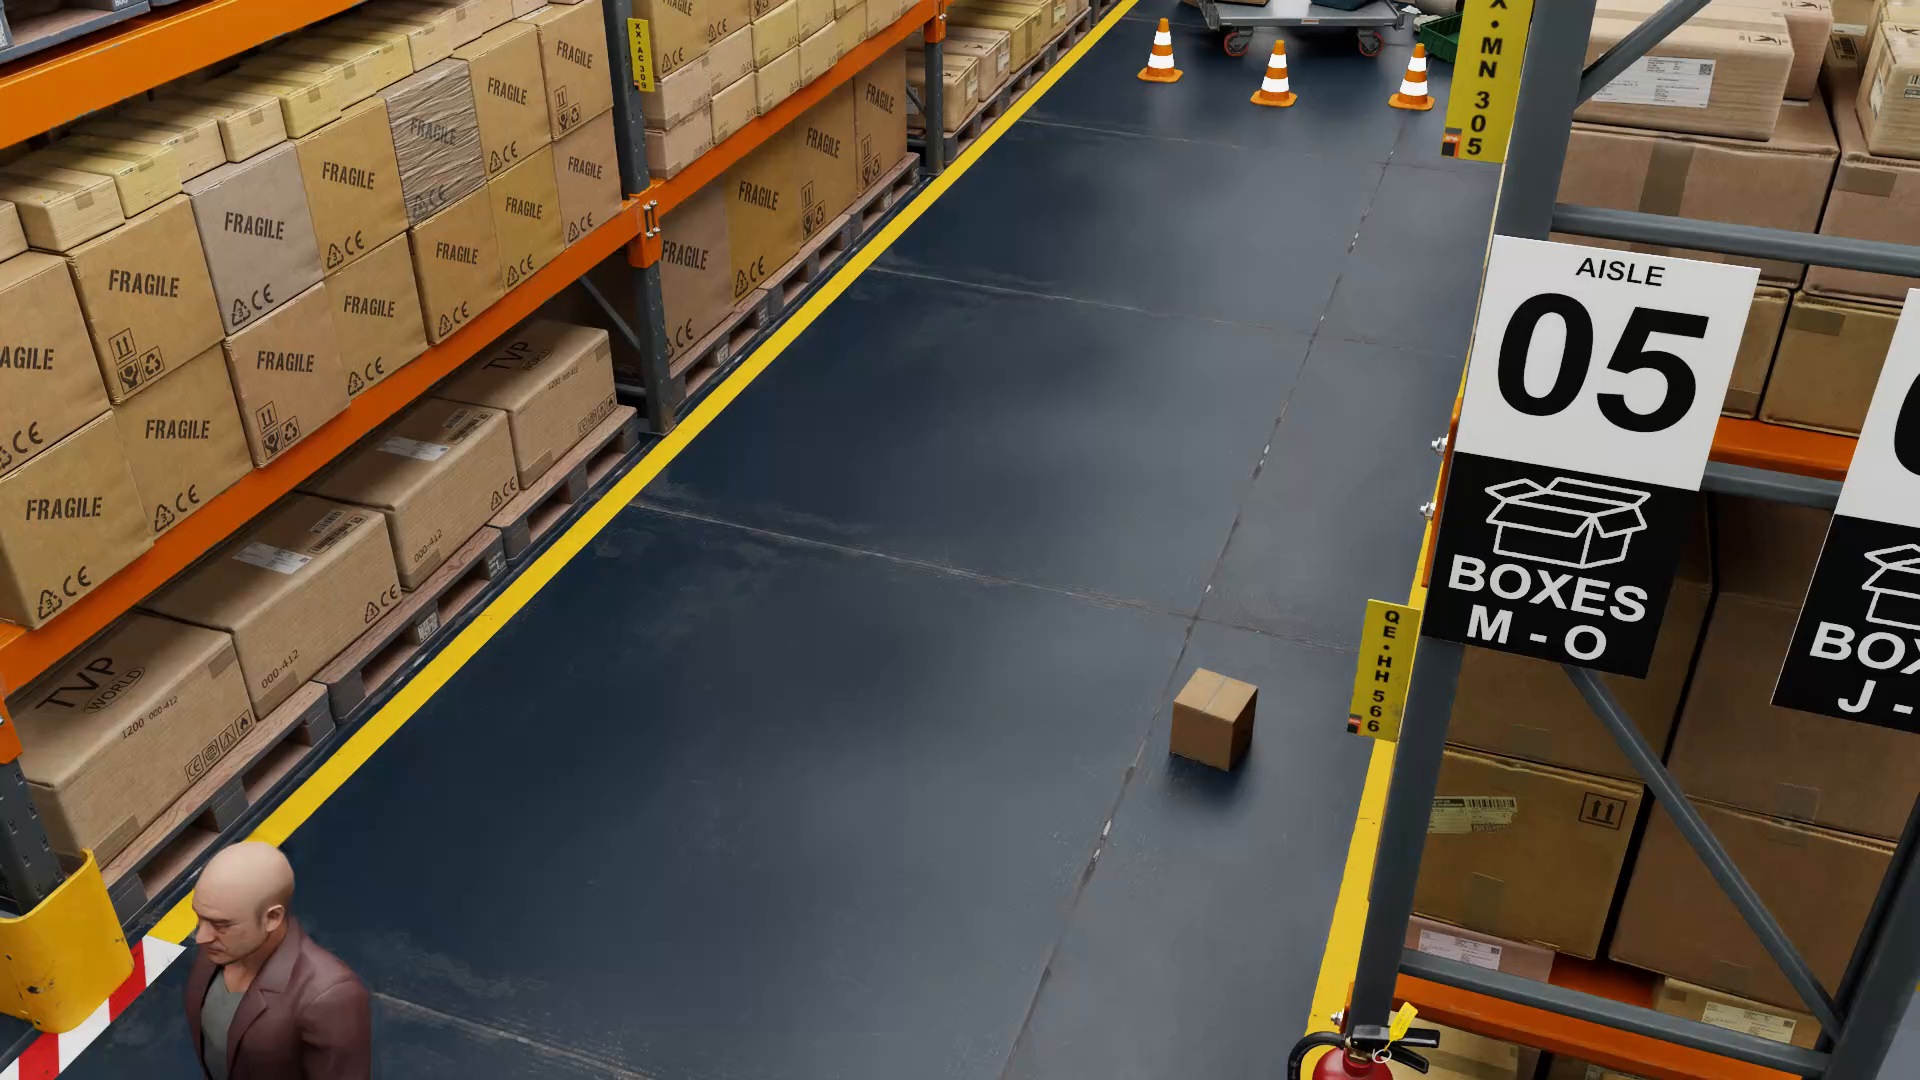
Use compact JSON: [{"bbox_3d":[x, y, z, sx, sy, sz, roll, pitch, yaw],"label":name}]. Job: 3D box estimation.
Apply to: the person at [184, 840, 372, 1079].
[{"bbox_3d":[-1.609,1.466,3.857,0.602,1.730,1.056,20,38,28],"label":"person"}]
